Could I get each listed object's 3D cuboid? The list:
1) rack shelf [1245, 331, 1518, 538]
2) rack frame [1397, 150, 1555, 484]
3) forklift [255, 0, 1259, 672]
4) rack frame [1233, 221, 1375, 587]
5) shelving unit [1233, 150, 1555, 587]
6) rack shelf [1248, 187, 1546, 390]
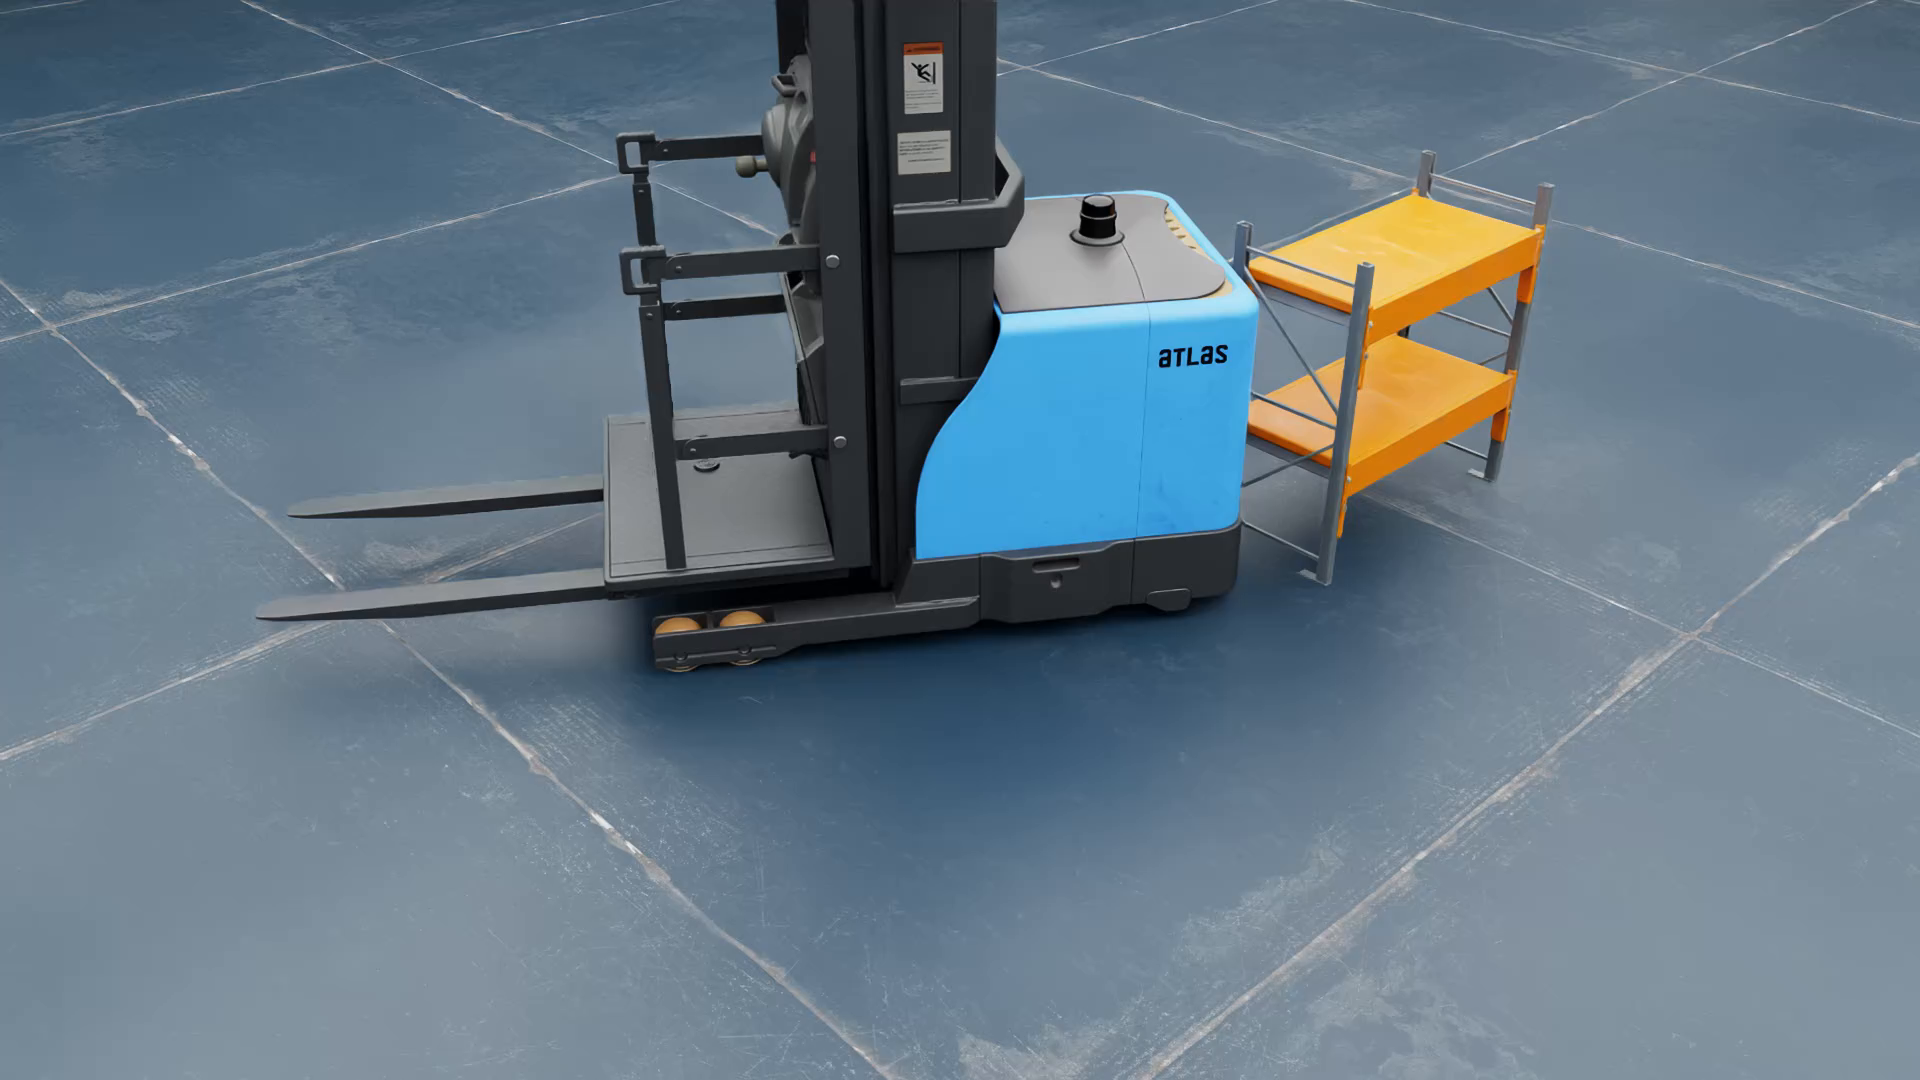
[{"bbox_3d":[1.422,-0.398,5.792,1.000,0.278,0.538,-26,40,-36],"label":"rack shelf"},{"bbox_3d":[1.794,-0.787,5.960,0.032,1.125,0.500,-26,40,-36],"label":"rack frame"},{"bbox_3d":[-0.671,-1.145,4.812,3.031,2.935,1.130,-6,32,-9],"label":"forklift"},{"bbox_3d":[1.050,-0.426,5.368,0.032,1.125,0.500,-26,40,-36],"label":"rack frame"},{"bbox_3d":[1.422,-0.607,5.664,1.048,1.125,0.538,-26,40,-36],"label":"shelving unit"},{"bbox_3d":[1.422,-0.856,5.511,1.000,0.278,0.538,-26,40,-36],"label":"rack shelf"}]
